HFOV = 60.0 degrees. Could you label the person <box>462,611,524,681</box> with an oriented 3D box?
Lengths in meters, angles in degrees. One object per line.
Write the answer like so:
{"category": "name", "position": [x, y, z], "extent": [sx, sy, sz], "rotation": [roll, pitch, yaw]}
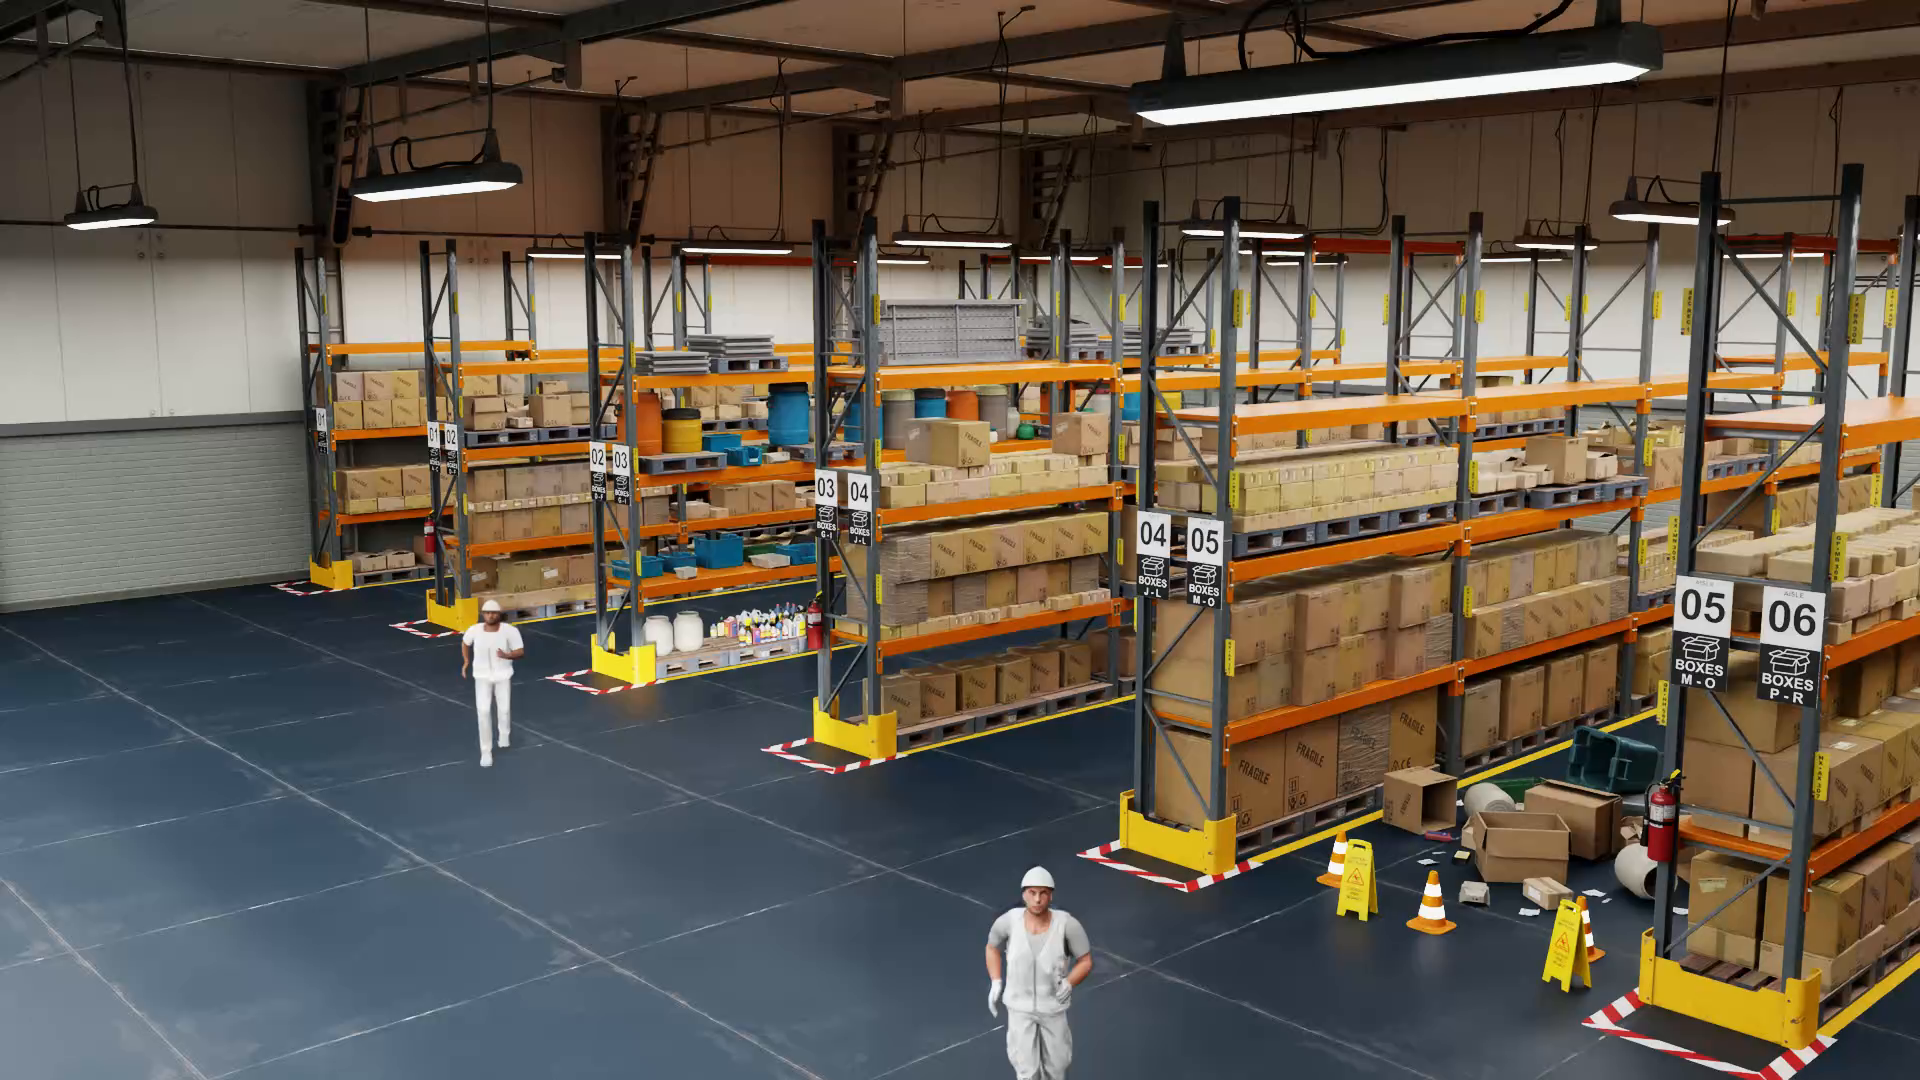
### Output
{"category": "person", "position": [-5.214, 1.130, 18.521], "extent": [0.682, 0.855, 0.677], "rotation": [-2, 9, -13]}

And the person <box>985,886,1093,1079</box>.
{"category": "person", "position": [0.477, 2.819, 10.159], "extent": [0.657, 1.647, 0.617], "rotation": [1, 8, 5]}
